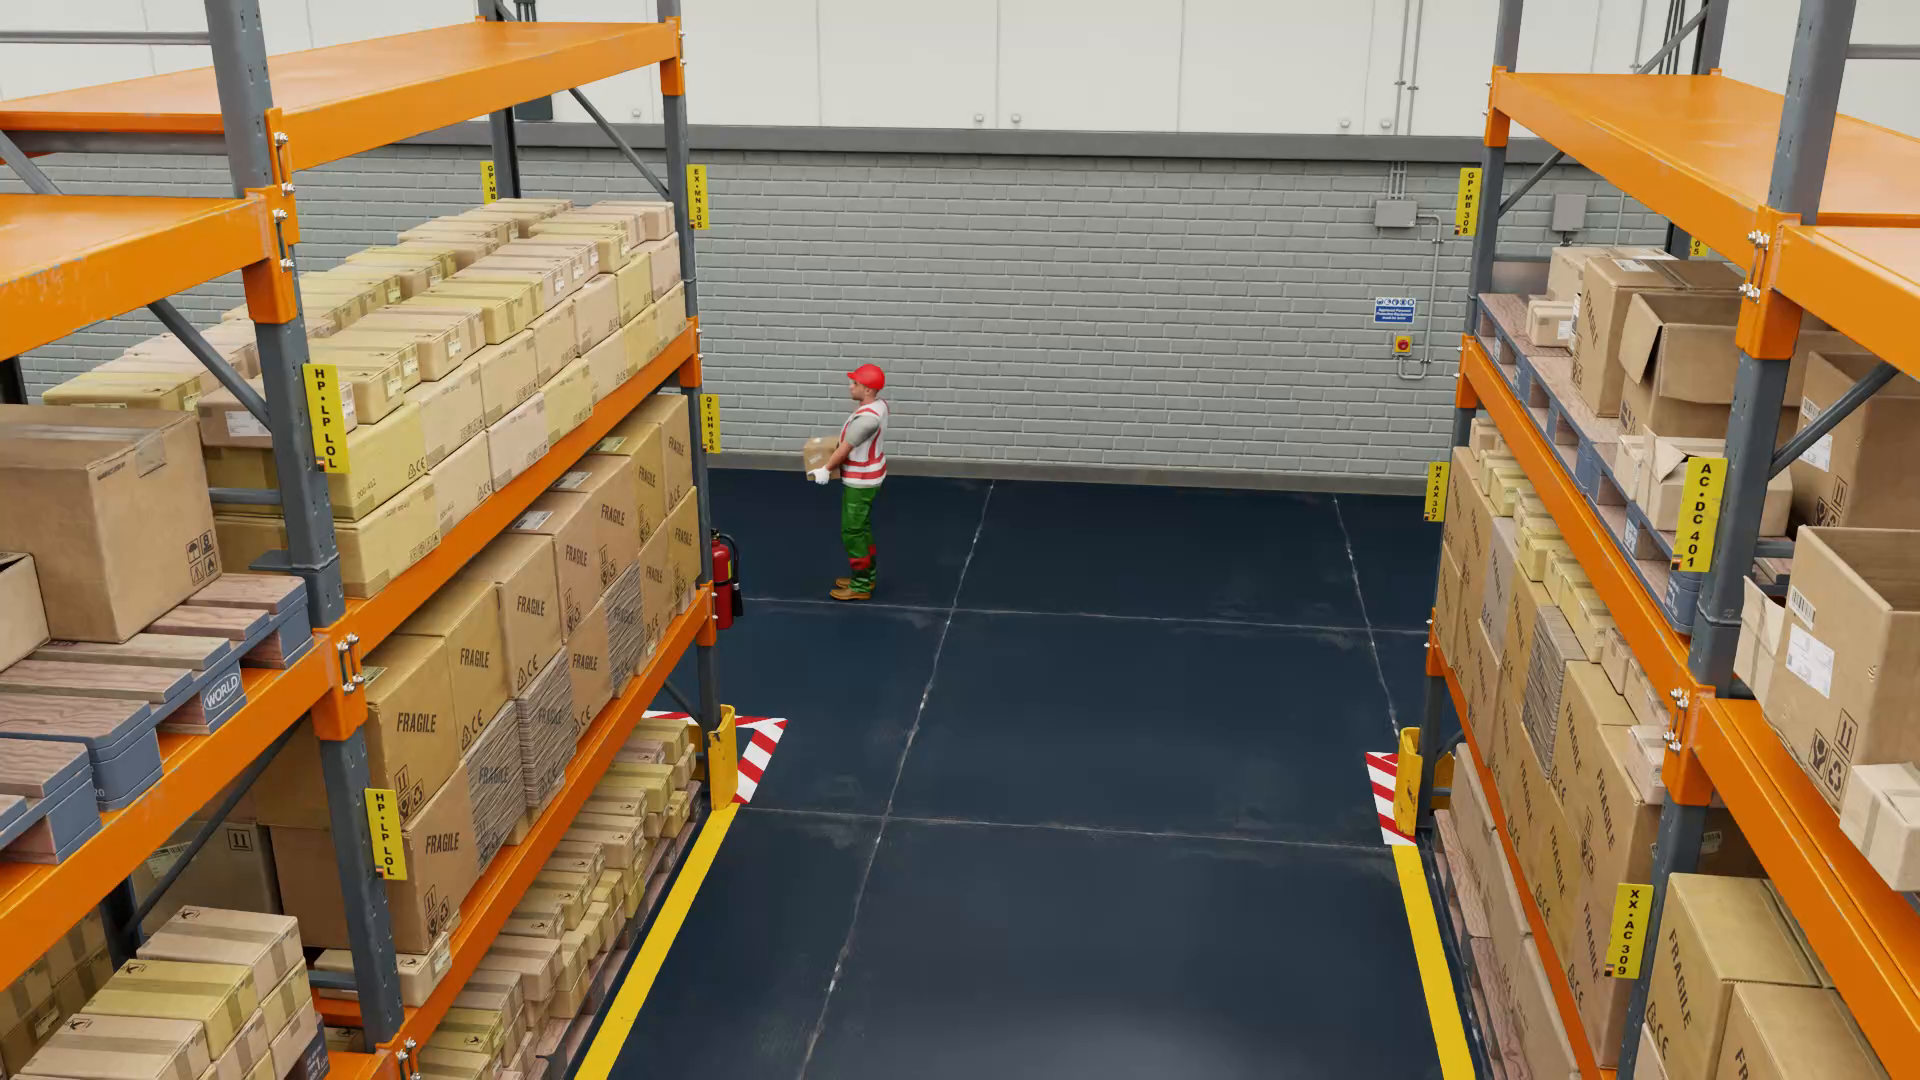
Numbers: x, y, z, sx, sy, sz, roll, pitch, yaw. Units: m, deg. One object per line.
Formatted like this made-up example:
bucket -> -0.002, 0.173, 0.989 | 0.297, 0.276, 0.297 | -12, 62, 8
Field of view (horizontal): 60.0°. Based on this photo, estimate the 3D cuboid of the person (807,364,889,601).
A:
person -> -0.815, -0.429, 12.175 | 0.570, 1.782, 0.494 | 3, 21, 7
